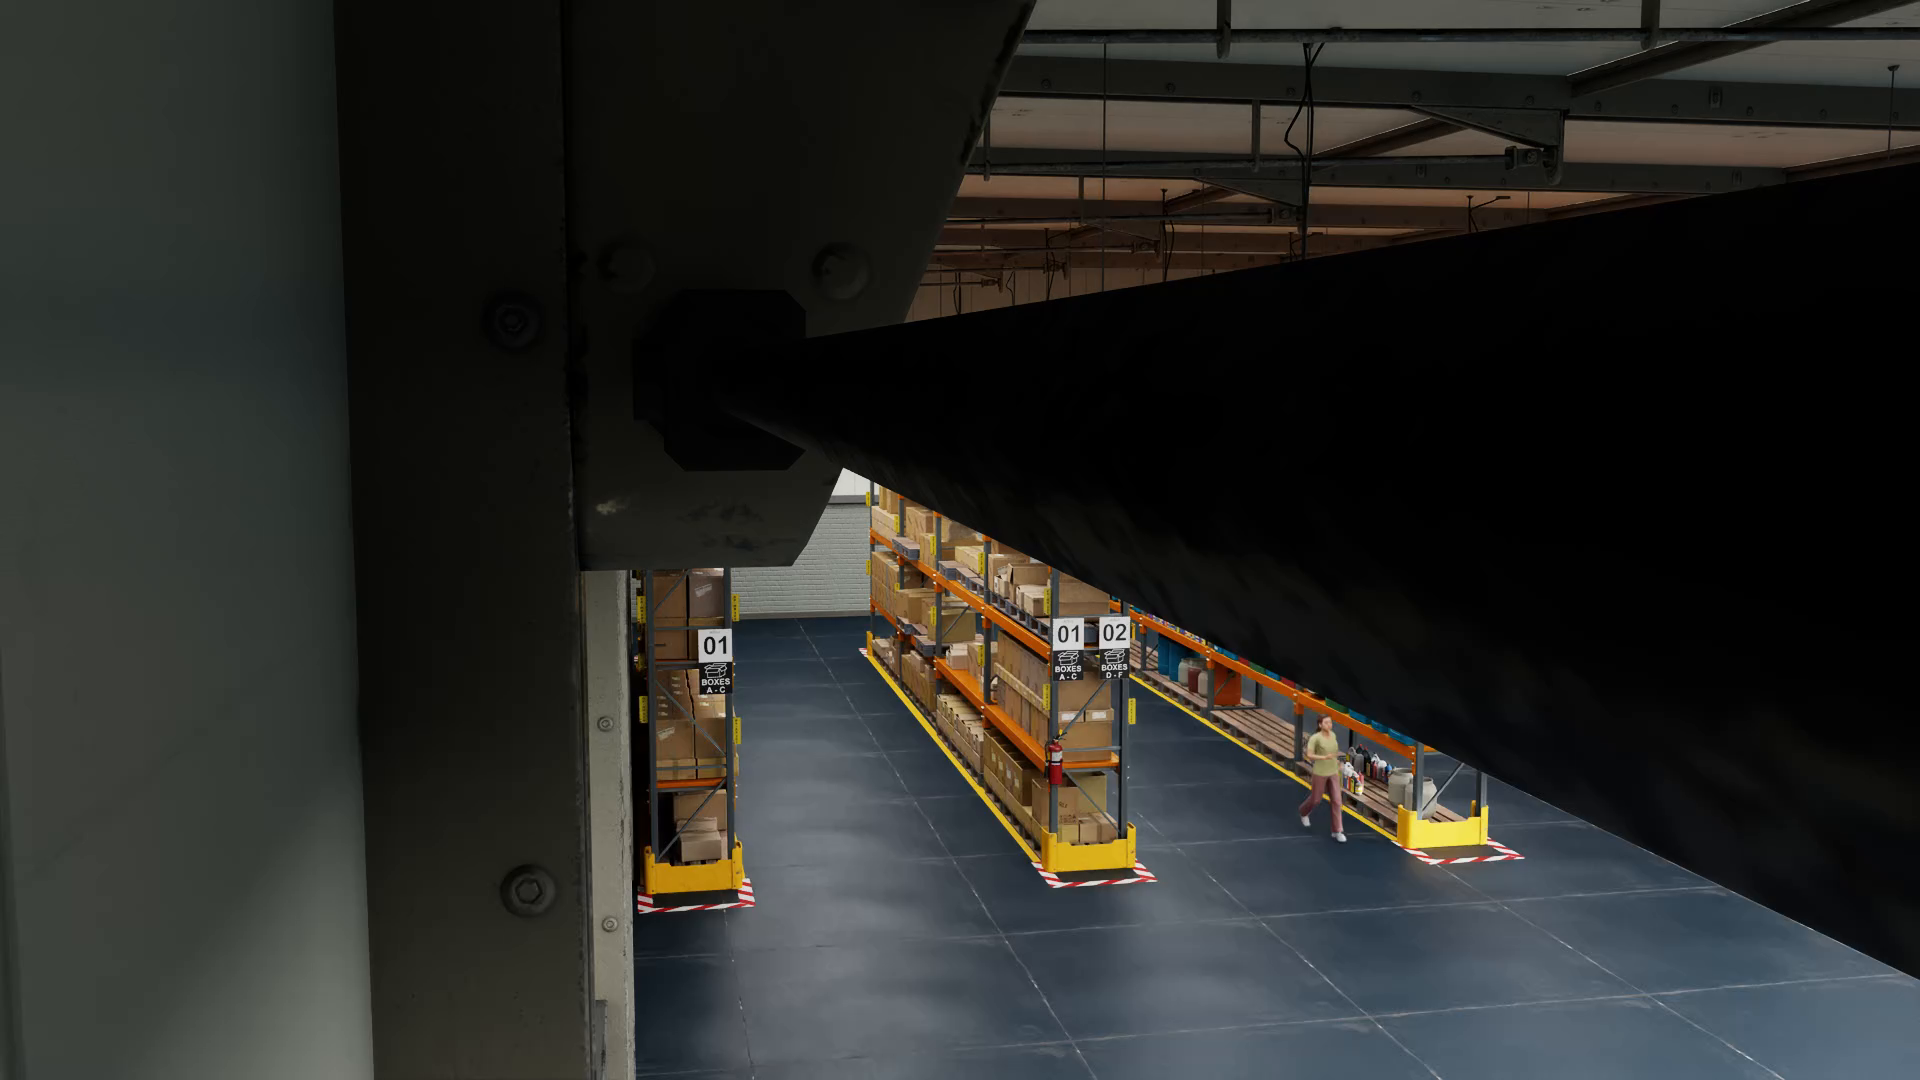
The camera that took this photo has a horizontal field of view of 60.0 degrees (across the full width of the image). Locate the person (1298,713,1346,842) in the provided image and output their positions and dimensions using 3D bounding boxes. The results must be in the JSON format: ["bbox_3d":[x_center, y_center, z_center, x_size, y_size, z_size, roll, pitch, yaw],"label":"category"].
[{"bbox_3d":[4.904,3.149,22.355,0.578,1.648,0.943,-2,6,-20],"label":"person"}]
